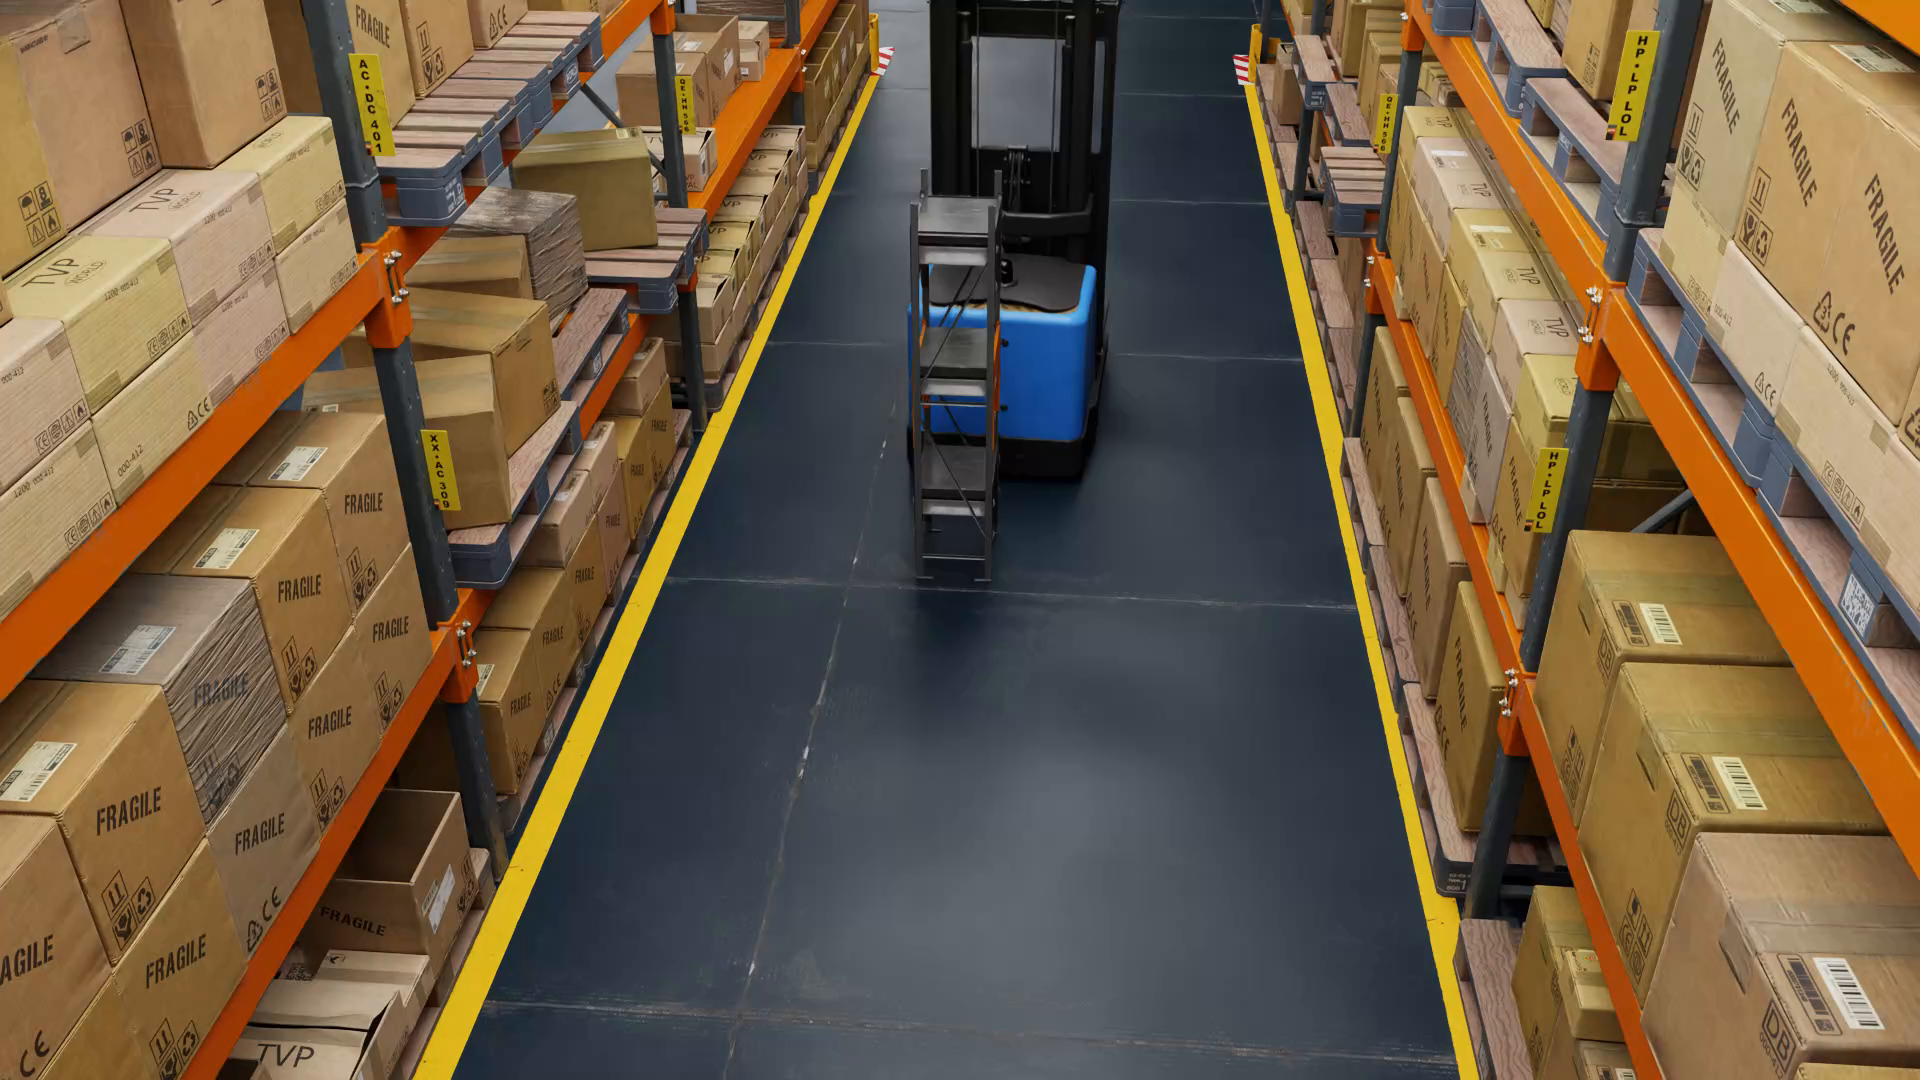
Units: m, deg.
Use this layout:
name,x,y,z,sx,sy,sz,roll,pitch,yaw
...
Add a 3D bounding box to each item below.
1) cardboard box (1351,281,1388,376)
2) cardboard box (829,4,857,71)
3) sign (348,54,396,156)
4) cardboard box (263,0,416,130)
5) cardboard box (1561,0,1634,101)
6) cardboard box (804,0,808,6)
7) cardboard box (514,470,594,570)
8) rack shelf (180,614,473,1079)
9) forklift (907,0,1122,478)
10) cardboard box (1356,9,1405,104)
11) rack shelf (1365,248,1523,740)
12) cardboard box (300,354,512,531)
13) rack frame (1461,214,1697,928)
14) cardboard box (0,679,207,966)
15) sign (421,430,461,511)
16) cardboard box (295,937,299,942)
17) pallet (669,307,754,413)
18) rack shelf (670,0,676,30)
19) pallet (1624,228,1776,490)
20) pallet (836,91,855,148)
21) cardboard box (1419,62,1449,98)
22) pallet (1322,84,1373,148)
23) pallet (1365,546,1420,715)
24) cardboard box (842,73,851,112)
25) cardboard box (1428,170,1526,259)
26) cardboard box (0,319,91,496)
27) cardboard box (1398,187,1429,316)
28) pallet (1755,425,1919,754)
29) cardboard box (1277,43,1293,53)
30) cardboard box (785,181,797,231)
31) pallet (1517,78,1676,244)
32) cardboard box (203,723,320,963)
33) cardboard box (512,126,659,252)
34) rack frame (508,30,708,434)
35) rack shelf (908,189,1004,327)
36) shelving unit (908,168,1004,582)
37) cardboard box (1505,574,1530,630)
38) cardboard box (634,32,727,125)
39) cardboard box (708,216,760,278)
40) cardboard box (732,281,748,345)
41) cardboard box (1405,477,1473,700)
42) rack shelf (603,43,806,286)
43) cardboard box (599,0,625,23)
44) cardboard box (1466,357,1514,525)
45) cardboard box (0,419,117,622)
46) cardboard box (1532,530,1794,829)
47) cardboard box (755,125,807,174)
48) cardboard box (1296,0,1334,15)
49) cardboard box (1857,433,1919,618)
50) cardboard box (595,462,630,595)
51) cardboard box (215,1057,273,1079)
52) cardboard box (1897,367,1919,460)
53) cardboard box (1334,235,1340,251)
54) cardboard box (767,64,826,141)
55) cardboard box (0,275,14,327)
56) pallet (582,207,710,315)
name,x,y,z,sx,sy,sz,roll,pitch,yaw
cardboard box,2.862,-1.283,10.436,0.700,0.500,0.500,3,32,5
cardboard box,-1.244,-4.685,15.498,0.500,0.500,0.500,2,32,4
sign,-1.866,-1.377,5.273,0.100,0.325,0.005,2,32,4
cardboard box,-2.293,-1.700,5.700,0.600,0.600,0.600,0,32,-1
cardboard box,2.692,-1.945,6.174,0.700,0.500,0.500,2,32,3
cardboard box,-1.645,-4.895,14.239,0.700,0.500,0.500,3,32,5
cardboard box,-2.044,-0.107,7.813,0.500,0.250,0.500,3,32,4
rack shelf,-2.570,1.453,4.719,1.077,0.370,4.000,2,32,4
forklift,0.403,-2.367,10.298,1.130,2.935,3.031,4,32,7
cardboard box,3.031,-3.200,11.069,0.700,0.500,0.500,7,32,11
rack shelf,2.693,-0.429,7.772,1.077,0.370,4.000,2,32,4
cardboard box,-2.146,-0.358,6.477,0.700,0.500,0.500,-8,33,-13
rack frame,2.530,0.311,5.887,1.000,3.000,0.127,2,32,4
cardboard box,-2.313,0.703,4.202,0.500,0.500,0.500,2,32,4
sign,-1.866,-0.248,5.969,0.100,0.325,0.005,2,32,4
cardboard box,-2.657,1.269,6.476,0.500,0.311,0.500,2,32,4
pallet,-1.976,-1.232,11.048,1.003,0.211,1.213,2,32,4
rack shelf,-1.919,-4.007,10.720,1.077,0.370,4.000,2,32,4
pallet,2.453,-0.501,4.430,1.003,0.211,1.213,2,32,4
pallet,-1.553,-3.949,15.456,1.003,0.211,1.213,2,32,4
cardboard box,2.865,-2.637,9.538,0.380,0.149,0.250,-3,32,-4
pallet,2.976,-2.736,11.013,1.003,0.211,1.213,2,32,4
pallet,2.614,0.452,8.316,1.003,0.211,1.213,2,32,4
cardboard box,-1.290,-4.104,15.271,0.500,0.250,0.500,2,32,4
cardboard box,2.482,-1.509,7.726,0.500,0.250,0.500,3,32,4
cardboard box,-2.305,-0.275,3.644,0.500,0.250,0.500,2,32,4
cardboard box,2.509,-1.442,8.333,0.500,0.500,0.500,3,32,6
pallet,2.351,0.135,3.397,1.003,0.211,1.213,2,32,4
cardboard box,3.361,-4.649,16.078,0.500,0.311,0.500,-1,32,-2
cardboard box,-1.544,-2.597,12.825,0.500,0.250,0.500,2,32,3
pallet,2.556,-1.366,5.931,0.805,0.209,1.217,1,32,2
cardboard box,-2.273,0.869,4.885,0.500,0.500,0.500,3,32,5
cardboard box,-2.021,-1.878,8.942,0.700,0.500,0.500,-8,33,-13
rack frame,-2.082,-1.990,9.621,1.000,3.000,0.127,2,32,4
rack shelf,-0.014,-1.392,8.199,0.431,0.518,0.480,2,32,4
shelving unit,-0.013,-0.807,8.559,0.431,2.100,0.503,2,32,4
cardboard box,2.275,0.220,6.254,0.380,0.149,0.250,3,32,4
cardboard box,-1.919,-3.186,11.466,0.500,0.500,0.500,3,32,4
cardboard box,-1.668,-2.040,11.388,0.500,0.311,0.500,2,32,3
cardboard box,-1.706,-1.523,11.083,0.500,0.250,0.500,2,32,3
cardboard box,2.523,0.237,7.655,0.750,0.750,0.750,3,32,5
rack shelf,-1.919,-2.730,11.507,1.077,0.370,4.000,2,32,4
cardboard box,-2.125,-2.814,8.002,0.910,0.500,0.500,2,32,4
cardboard box,2.348,-0.386,6.620,0.500,0.500,0.500,3,32,4
cardboard box,-2.311,-0.062,3.776,0.500,0.250,0.500,2,32,4
cardboard box,2.470,0.466,5.349,0.980,0.700,0.700,3,32,5
cardboard box,-1.503,-3.105,13.115,0.500,0.311,0.500,2,32,4
cardboard box,2.912,-4.397,12.935,0.500,0.500,0.500,2,32,4
cardboard box,2.078,0.029,3.132,0.500,0.250,0.500,2,32,2
cardboard box,-2.003,-0.069,8.467,0.500,0.500,0.500,1,32,2
cardboard box,-2.555,1.959,5.172,0.797,0.503,0.637,2,32,4
cardboard box,2.078,-0.280,2.919,0.500,0.500,0.500,1,32,2
cardboard box,3.146,-2.338,12.147,0.700,0.500,0.500,2,32,3
cardboard box,-1.406,-3.639,13.801,0.500,0.500,0.500,2,32,4
cardboard box,-2.515,-0.603,3.462,0.700,0.500,0.500,2,32,4
pallet,-2.067,-1.551,9.091,1.213,0.211,1.003,2,32,4
